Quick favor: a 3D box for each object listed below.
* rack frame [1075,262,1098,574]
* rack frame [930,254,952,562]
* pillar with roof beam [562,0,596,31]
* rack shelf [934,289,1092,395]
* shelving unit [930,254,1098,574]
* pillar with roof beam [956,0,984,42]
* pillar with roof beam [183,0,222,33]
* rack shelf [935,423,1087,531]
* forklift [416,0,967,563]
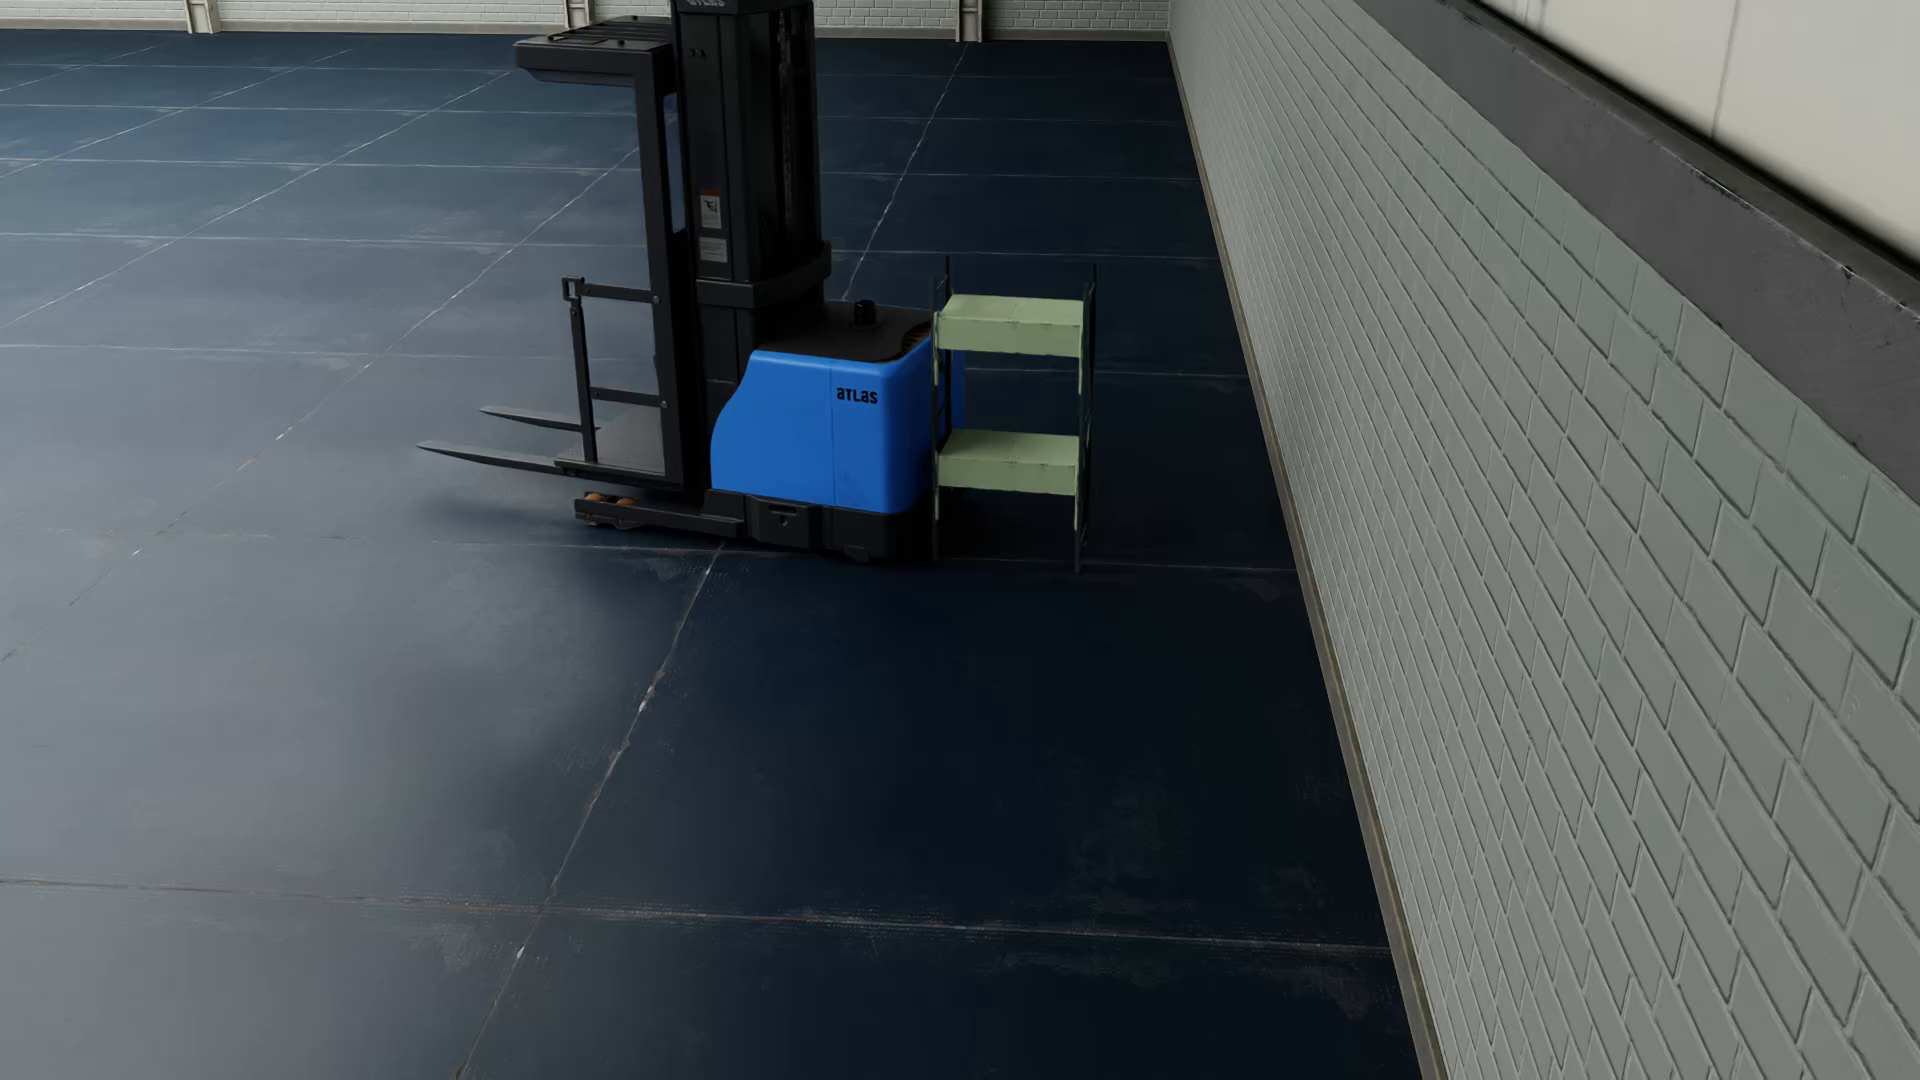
[{"bbox_3d":[0.627,-0.594,8.247,0.023,1.500,0.400,4,25,10],"label":"rack frame"},{"bbox_3d":[-0.093,-0.651,8.370,0.023,1.500,0.400,4,25,10],"label":"rack frame"},{"bbox_3d":[-6.166,-10.064,19.856,0.400,9.000,9.100,2,25,4],"label":"pillar with roof beam"},{"bbox_3d":[0.267,-0.977,8.145,0.720,0.370,0.431,4,25,10],"label":"rack shelf"},{"bbox_3d":[0.267,-0.622,8.308,0.755,1.500,0.431,4,25,10],"label":"shelving unit"},{"bbox_3d":[-0.184,-9.872,19.438,0.400,9.000,9.100,2,25,4],"label":"pillar with roof beam"},{"bbox_3d":[-12.148,-10.256,20.273,0.400,9.000,9.100,2,25,4],"label":"pillar with roof beam"},{"bbox_3d":[0.267,-0.326,8.444,0.720,0.370,0.431,4,25,10],"label":"rack shelf"},{"bbox_3d":[-1.534,-1.580,8.677,3.031,2.935,1.130,9,26,18],"label":"forklift"}]
